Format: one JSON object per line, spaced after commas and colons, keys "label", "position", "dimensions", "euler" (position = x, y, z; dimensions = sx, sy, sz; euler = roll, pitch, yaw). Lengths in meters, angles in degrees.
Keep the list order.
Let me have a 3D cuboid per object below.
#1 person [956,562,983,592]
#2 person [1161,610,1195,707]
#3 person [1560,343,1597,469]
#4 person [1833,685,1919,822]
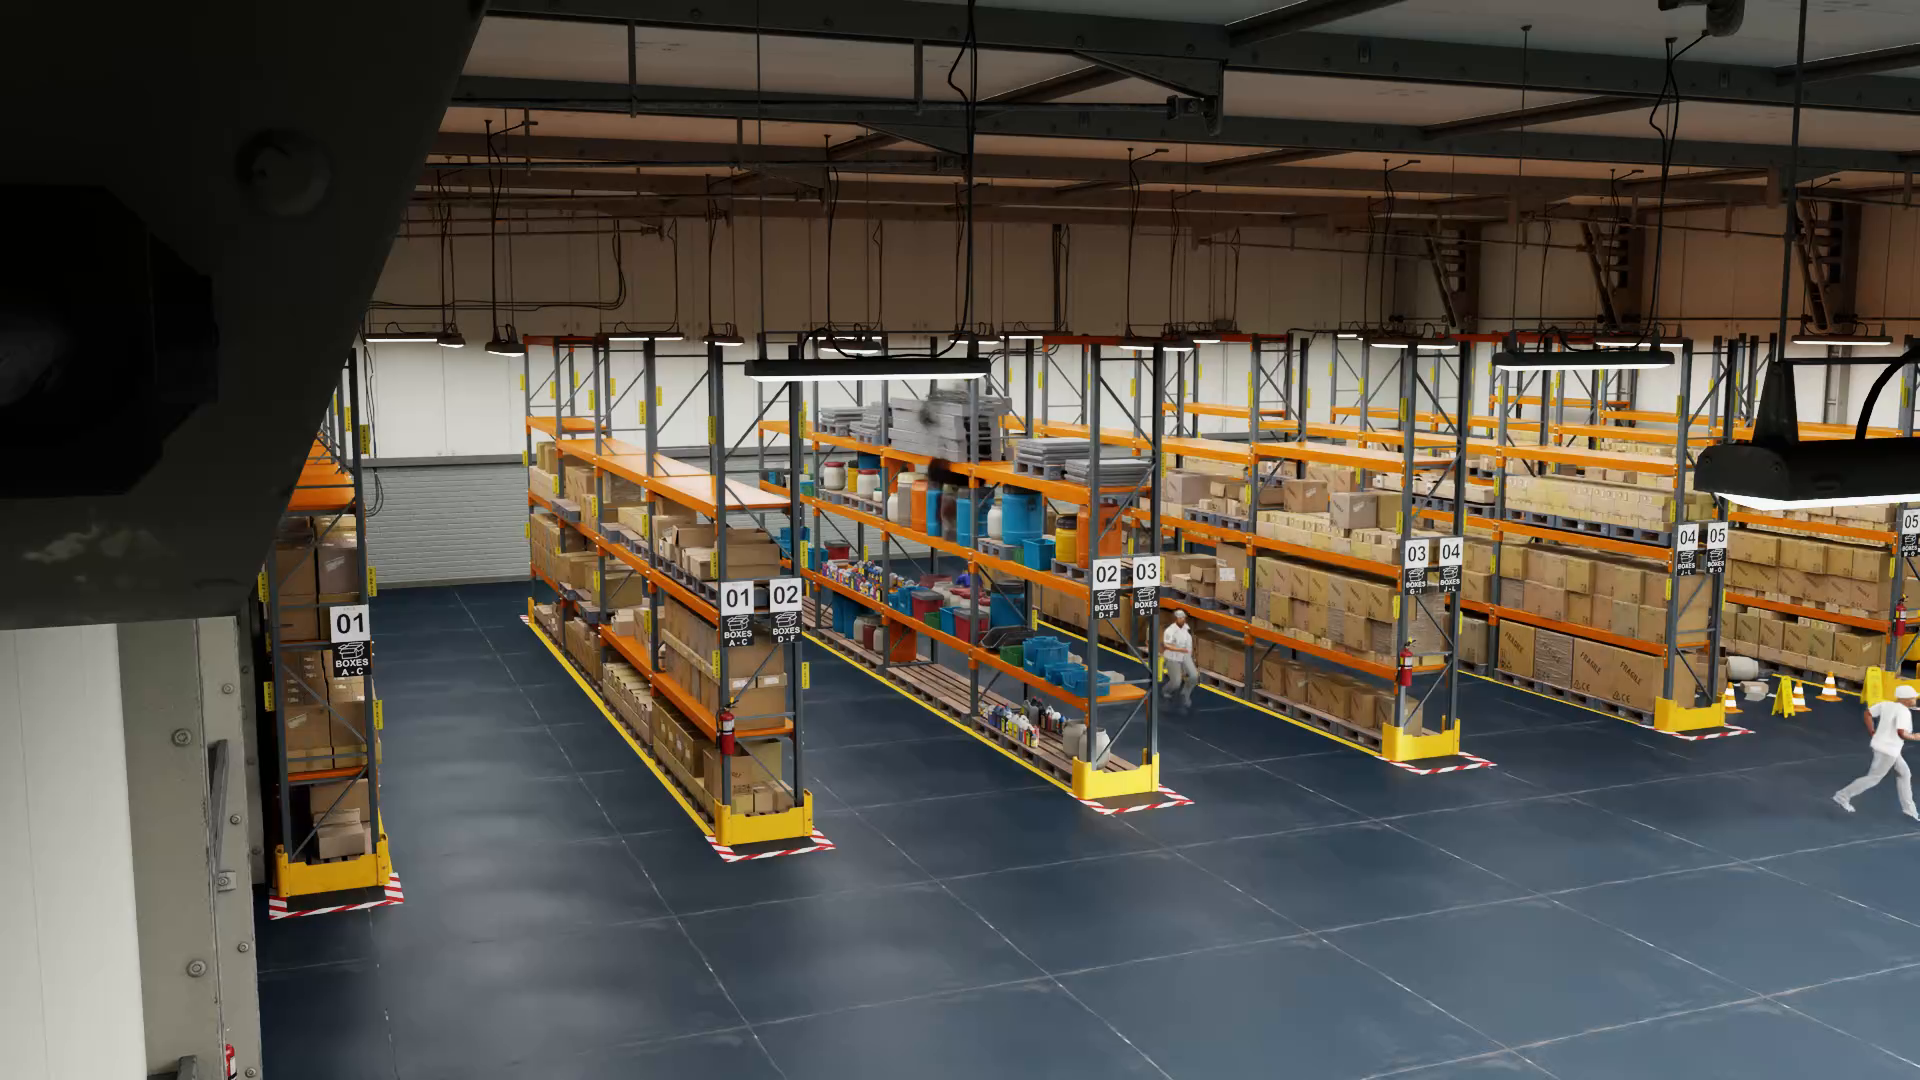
{"label": "person", "position": [0.188, 1.216, 32.596], "dimensions": [0.600, 1.632, 0.706], "euler": [-3, 8, -23]}
{"label": "person", "position": [3.503, 1.879, 26.572], "dimensions": [0.617, 1.565, 0.717], "euler": [-3, 8, -24]}
{"label": "person", "position": [9.836, -1.626, 37.923], "dimensions": [1.430, 5.785, 8.966], "euler": [-7, 10, -41]}
{"label": "person", "position": [11.643, 2.694, 20.974], "dimensions": [1.094, 1.763, 0.698], "euler": [2, 8, 14]}
